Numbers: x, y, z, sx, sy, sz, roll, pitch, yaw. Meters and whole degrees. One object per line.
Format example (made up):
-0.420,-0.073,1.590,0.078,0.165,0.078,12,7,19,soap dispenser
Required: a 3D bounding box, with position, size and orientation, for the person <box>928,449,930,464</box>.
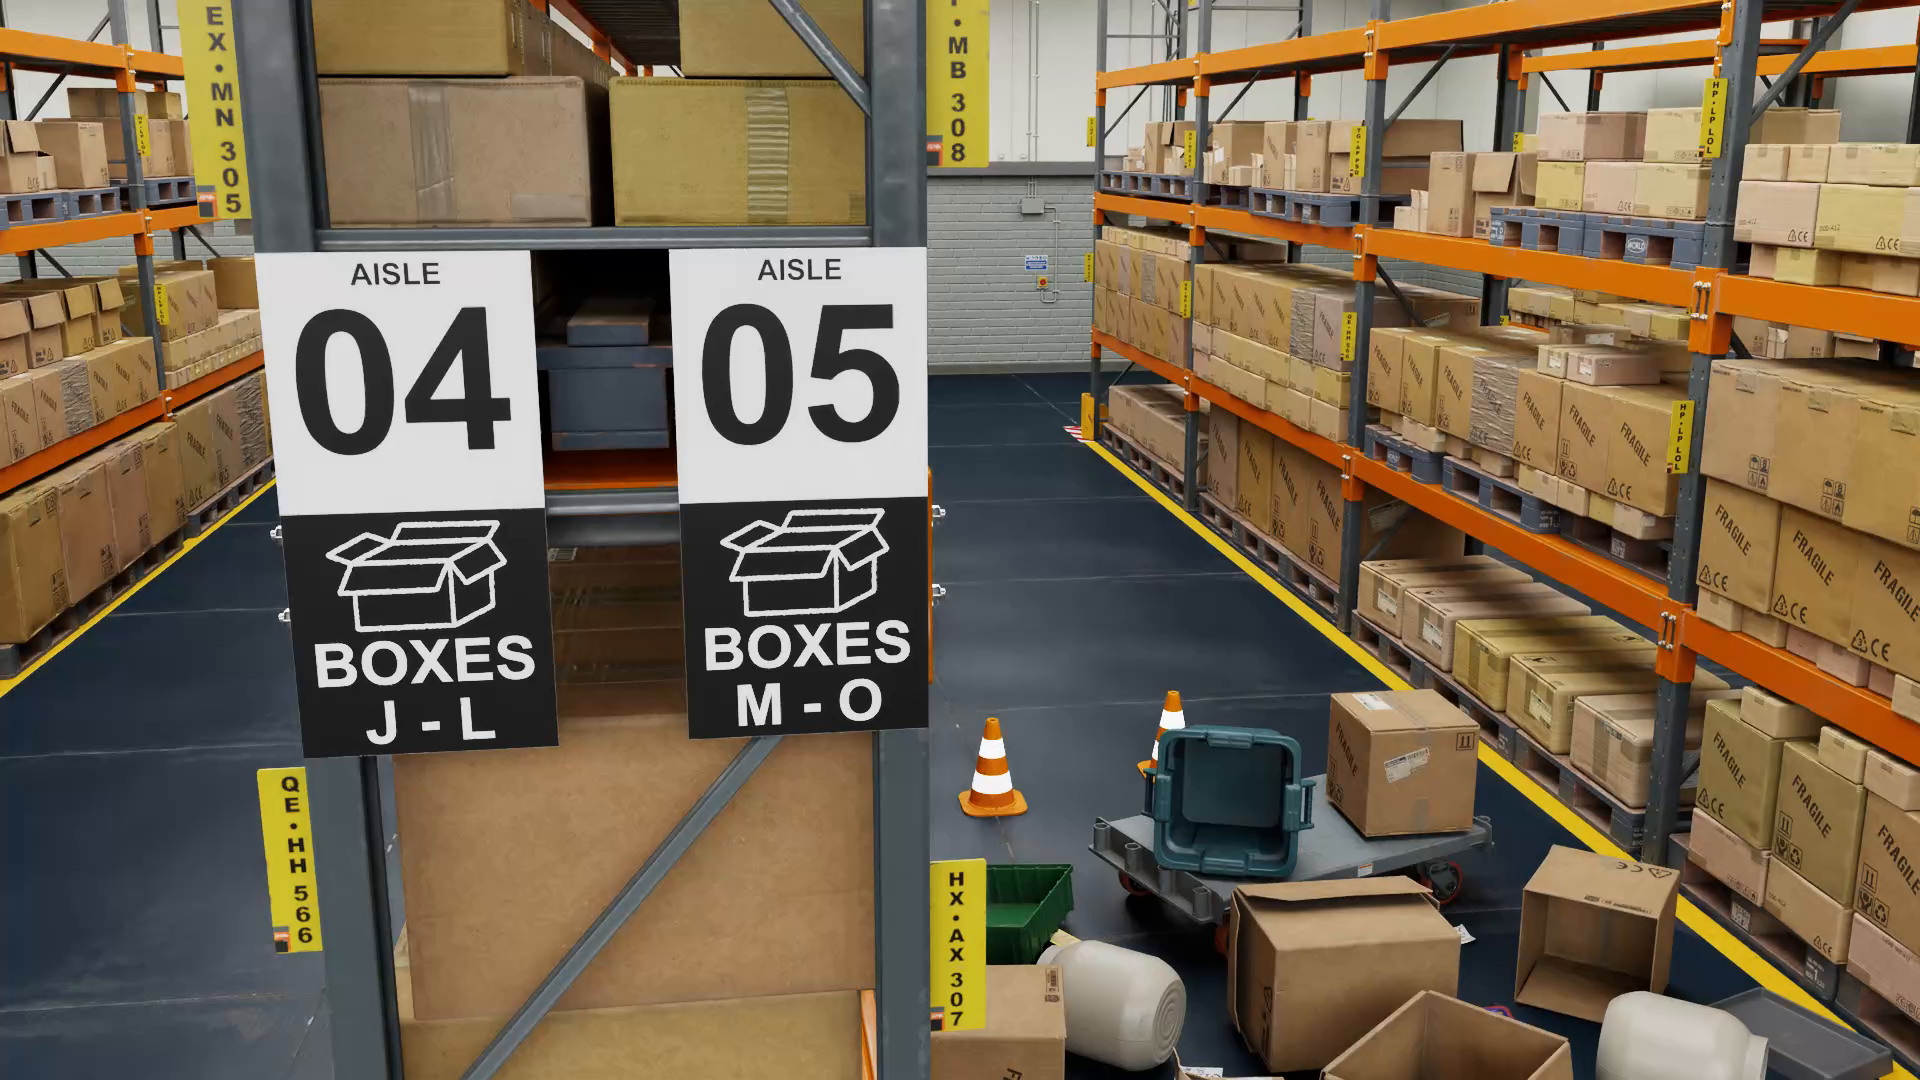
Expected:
-0.417,-0.343,12.436,0.453,1.601,0.448,-2,14,-9,person
